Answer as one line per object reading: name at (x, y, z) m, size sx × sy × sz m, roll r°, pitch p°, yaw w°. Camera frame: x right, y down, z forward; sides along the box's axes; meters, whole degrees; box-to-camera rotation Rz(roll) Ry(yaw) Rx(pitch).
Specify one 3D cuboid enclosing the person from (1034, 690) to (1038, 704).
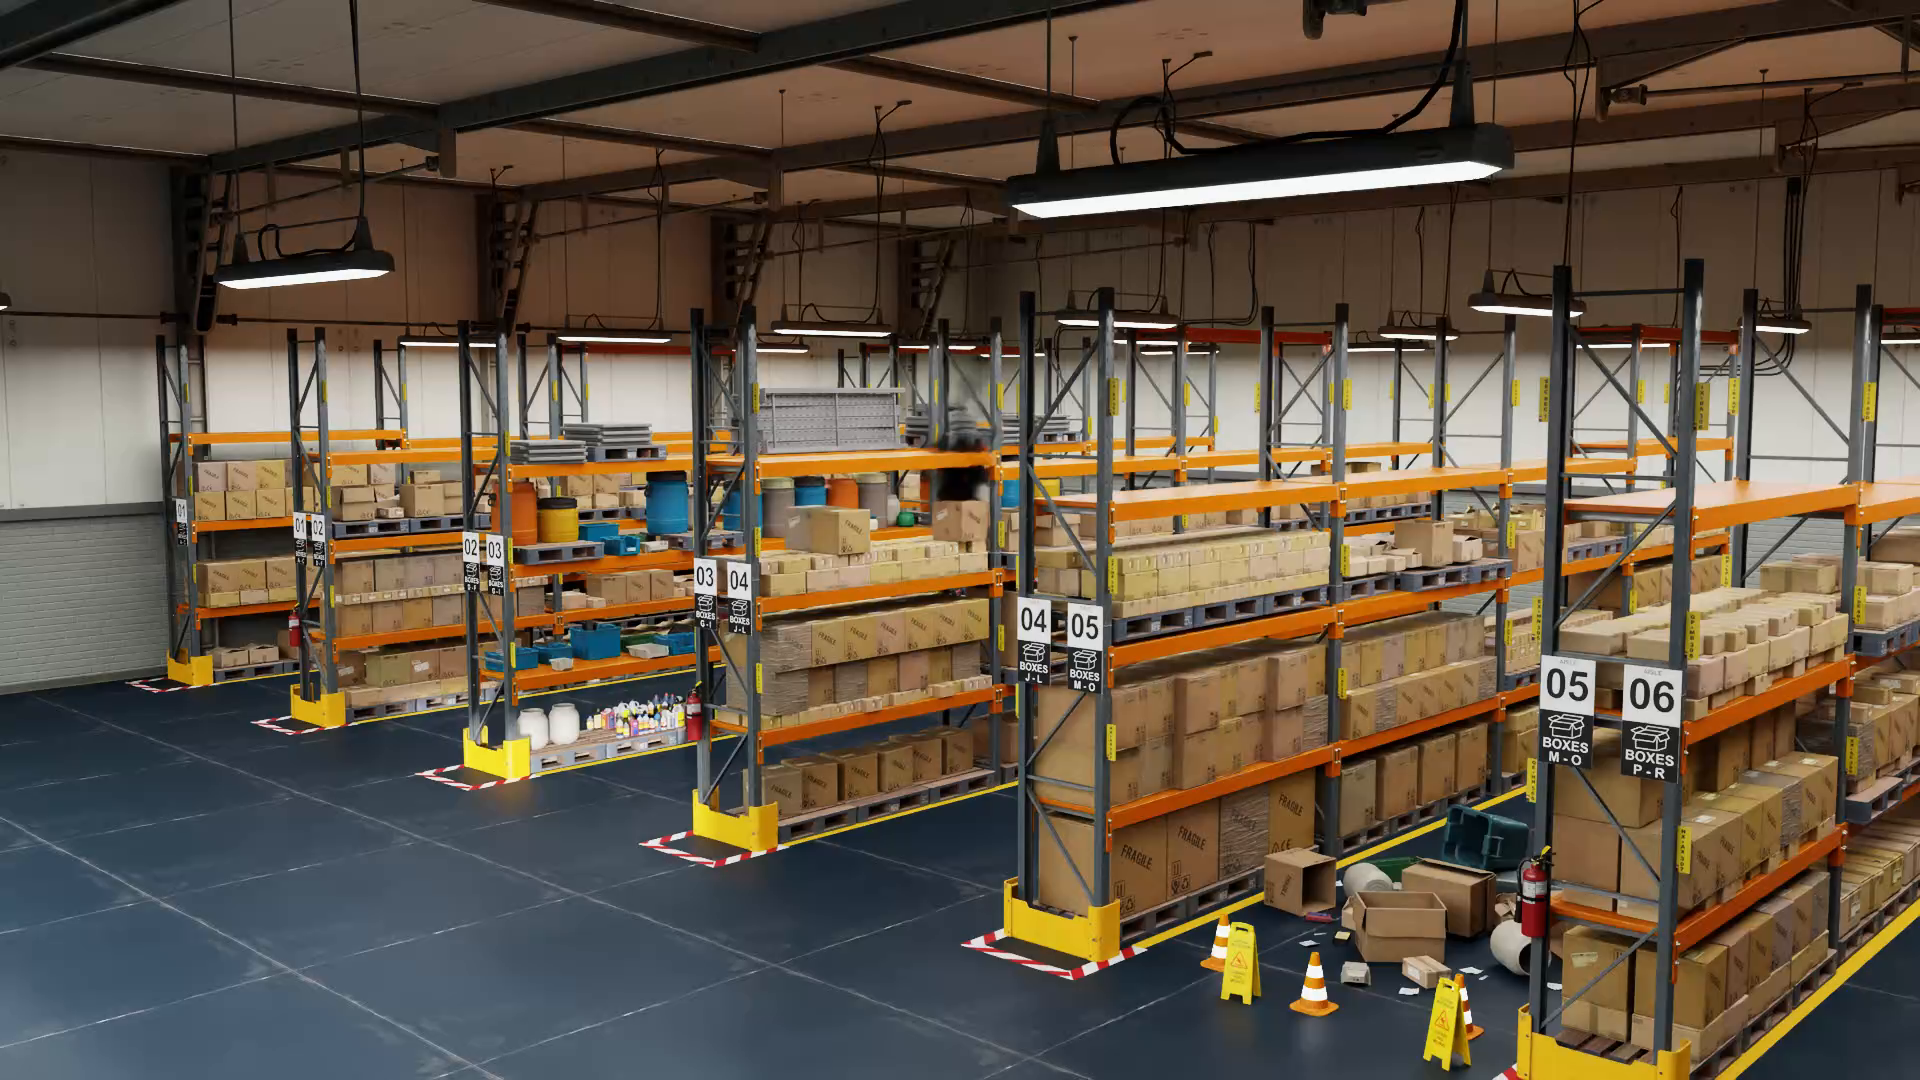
person at (1.312, 1.945, 24.911) m, size 0.722 × 1.757 × 0.835 m, roll 4°, pitch 7°, yaw 36°
